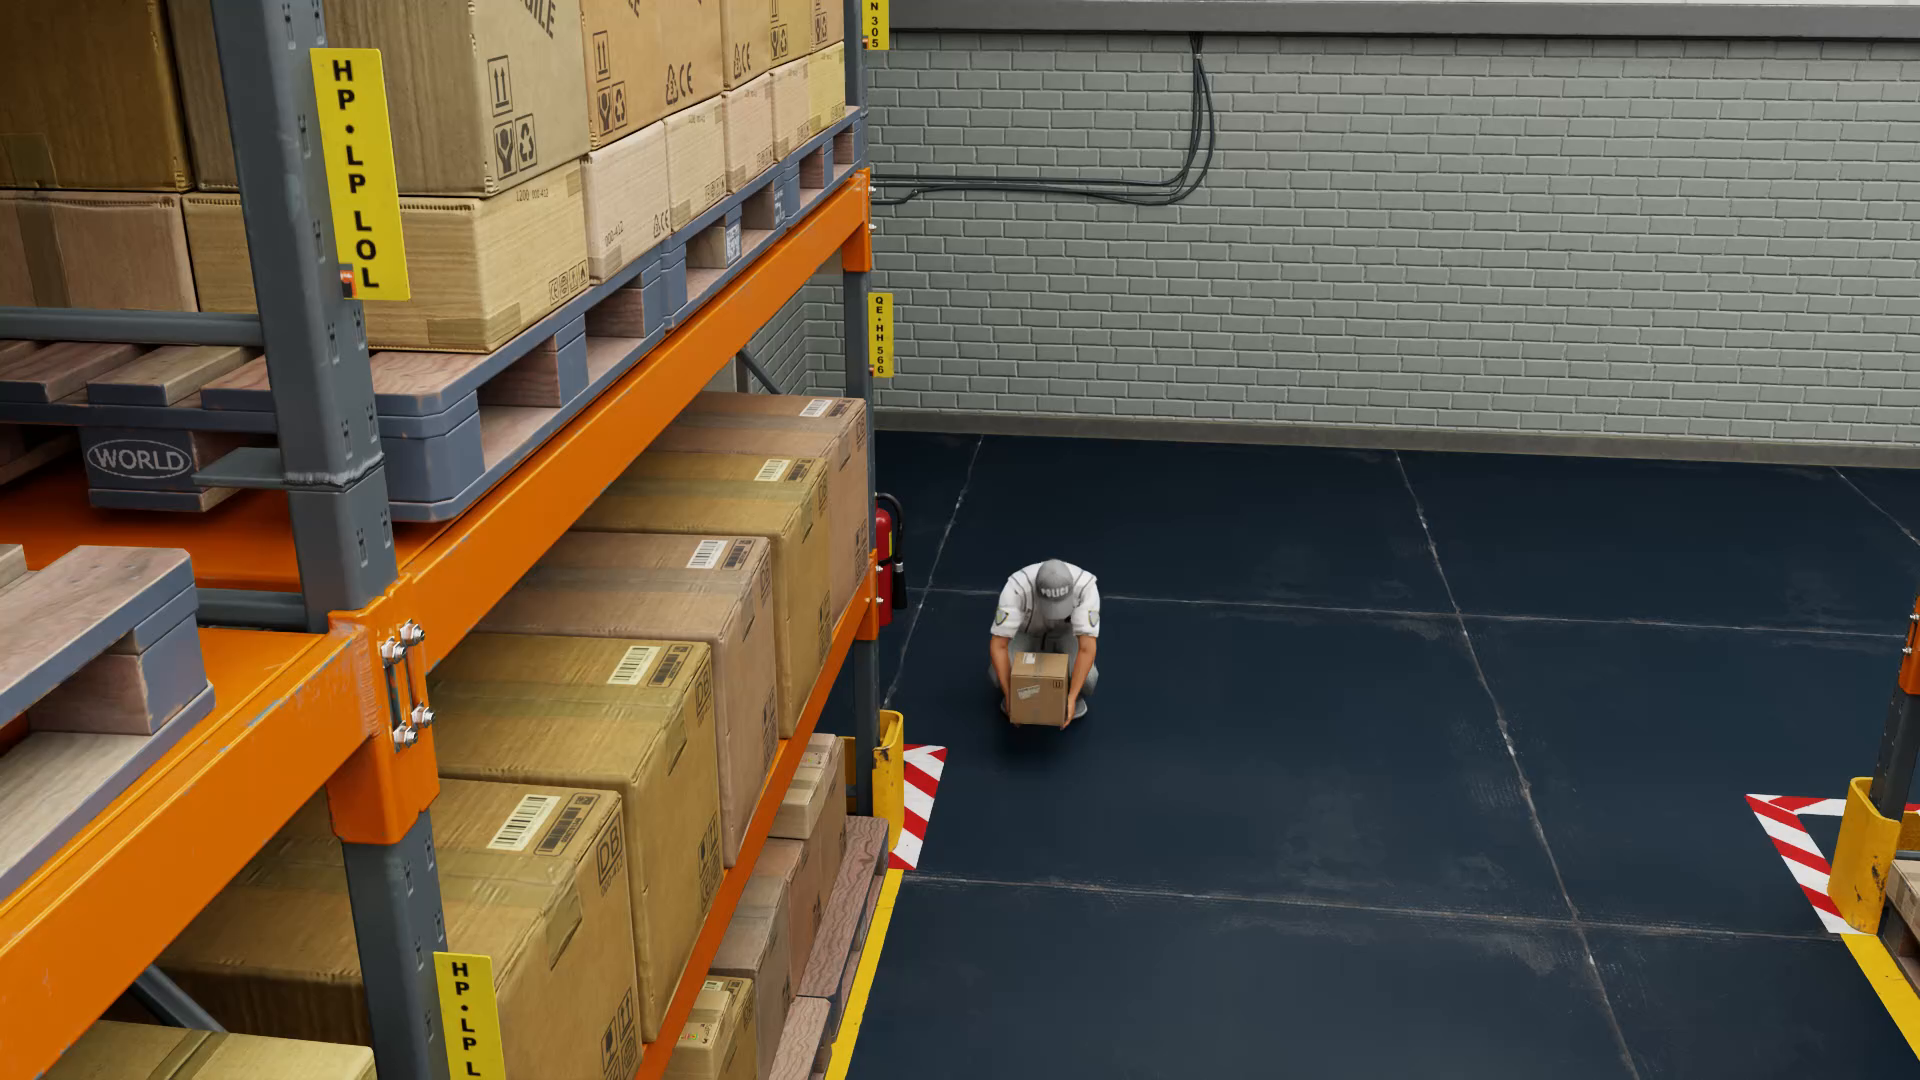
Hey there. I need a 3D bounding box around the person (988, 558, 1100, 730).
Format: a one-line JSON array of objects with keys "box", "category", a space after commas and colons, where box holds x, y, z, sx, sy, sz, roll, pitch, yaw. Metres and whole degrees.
[{"box": [0.411, 0.440, 7.979, 0.529, 0.934, 0.849, 3, 21, 6], "category": "person"}]
